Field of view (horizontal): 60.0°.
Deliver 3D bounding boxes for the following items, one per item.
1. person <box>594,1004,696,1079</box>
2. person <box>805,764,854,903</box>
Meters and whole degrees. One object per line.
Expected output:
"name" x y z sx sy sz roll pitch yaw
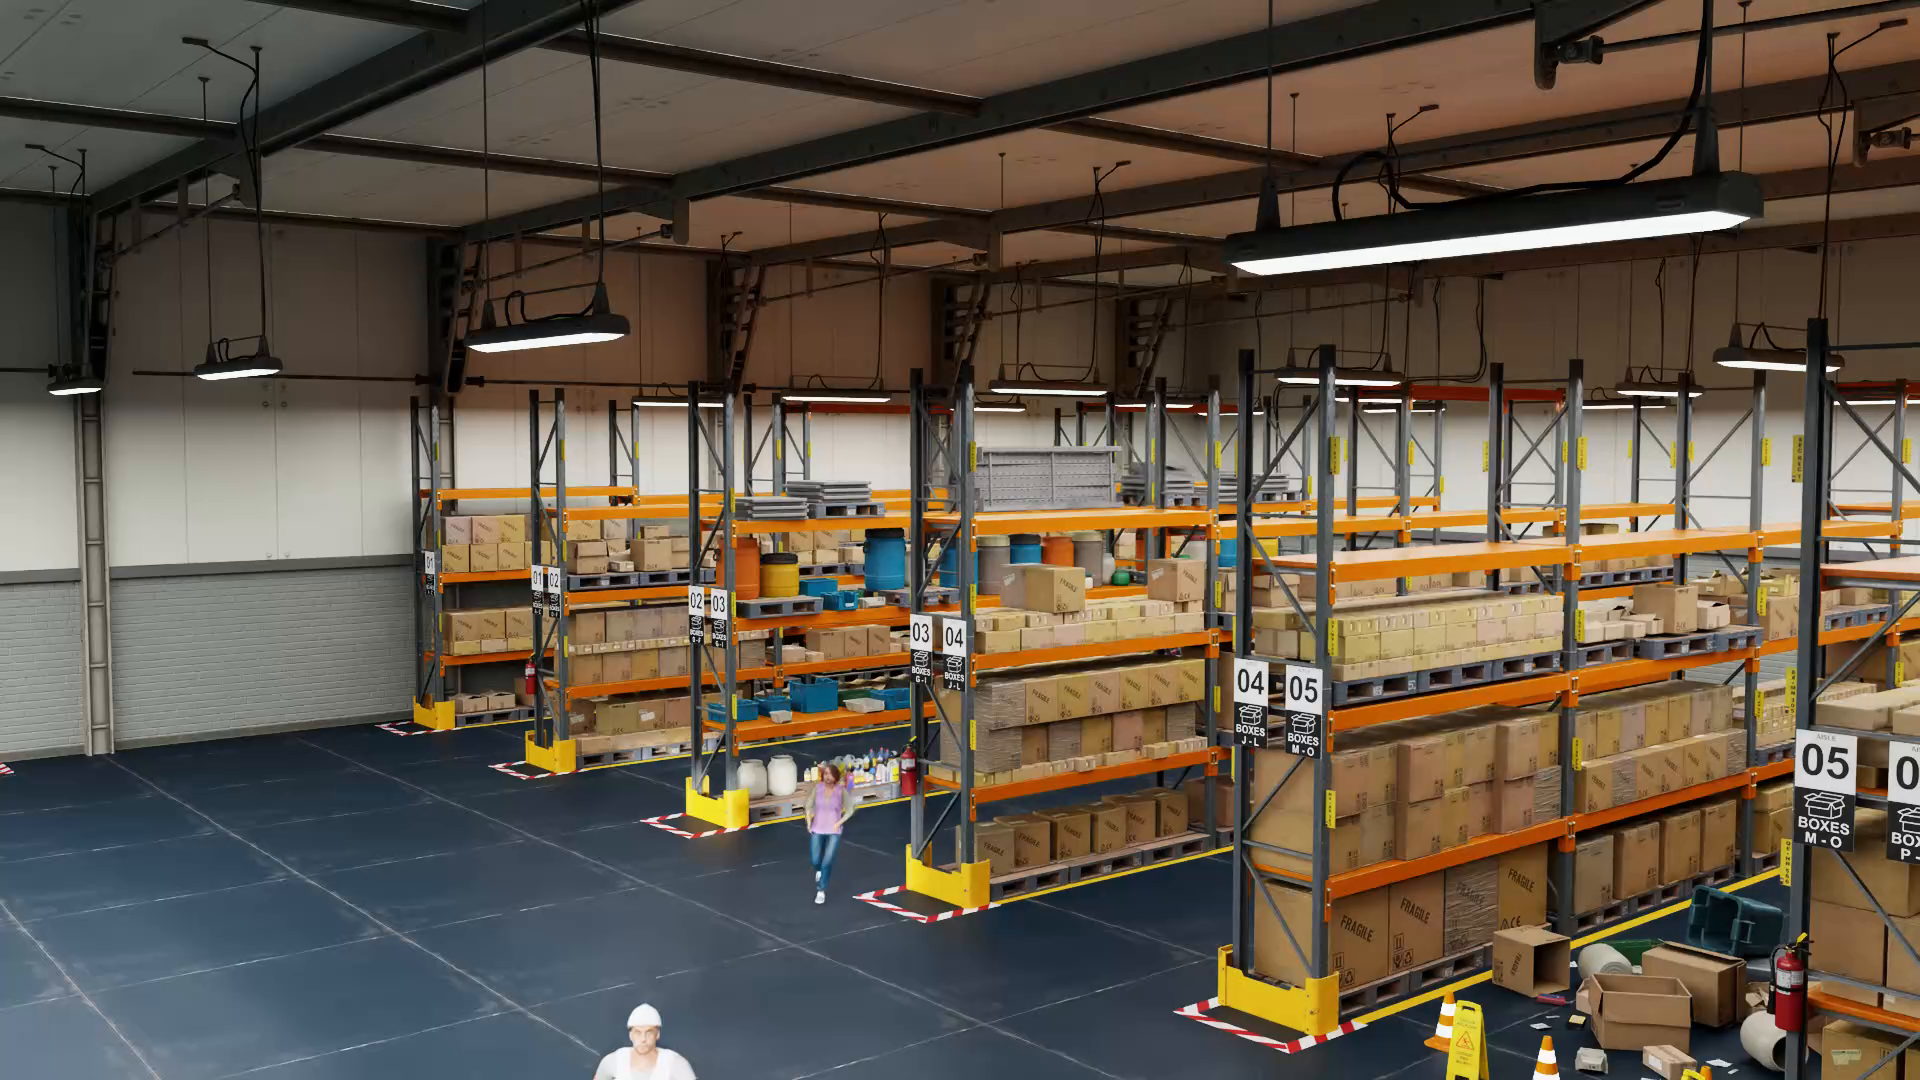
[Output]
"person" -1.875 3.652 9.895 0.659 1.787 0.980 0 3 -7
"person" -1.472 3.289 18.797 0.563 1.549 0.535 0 3 7
